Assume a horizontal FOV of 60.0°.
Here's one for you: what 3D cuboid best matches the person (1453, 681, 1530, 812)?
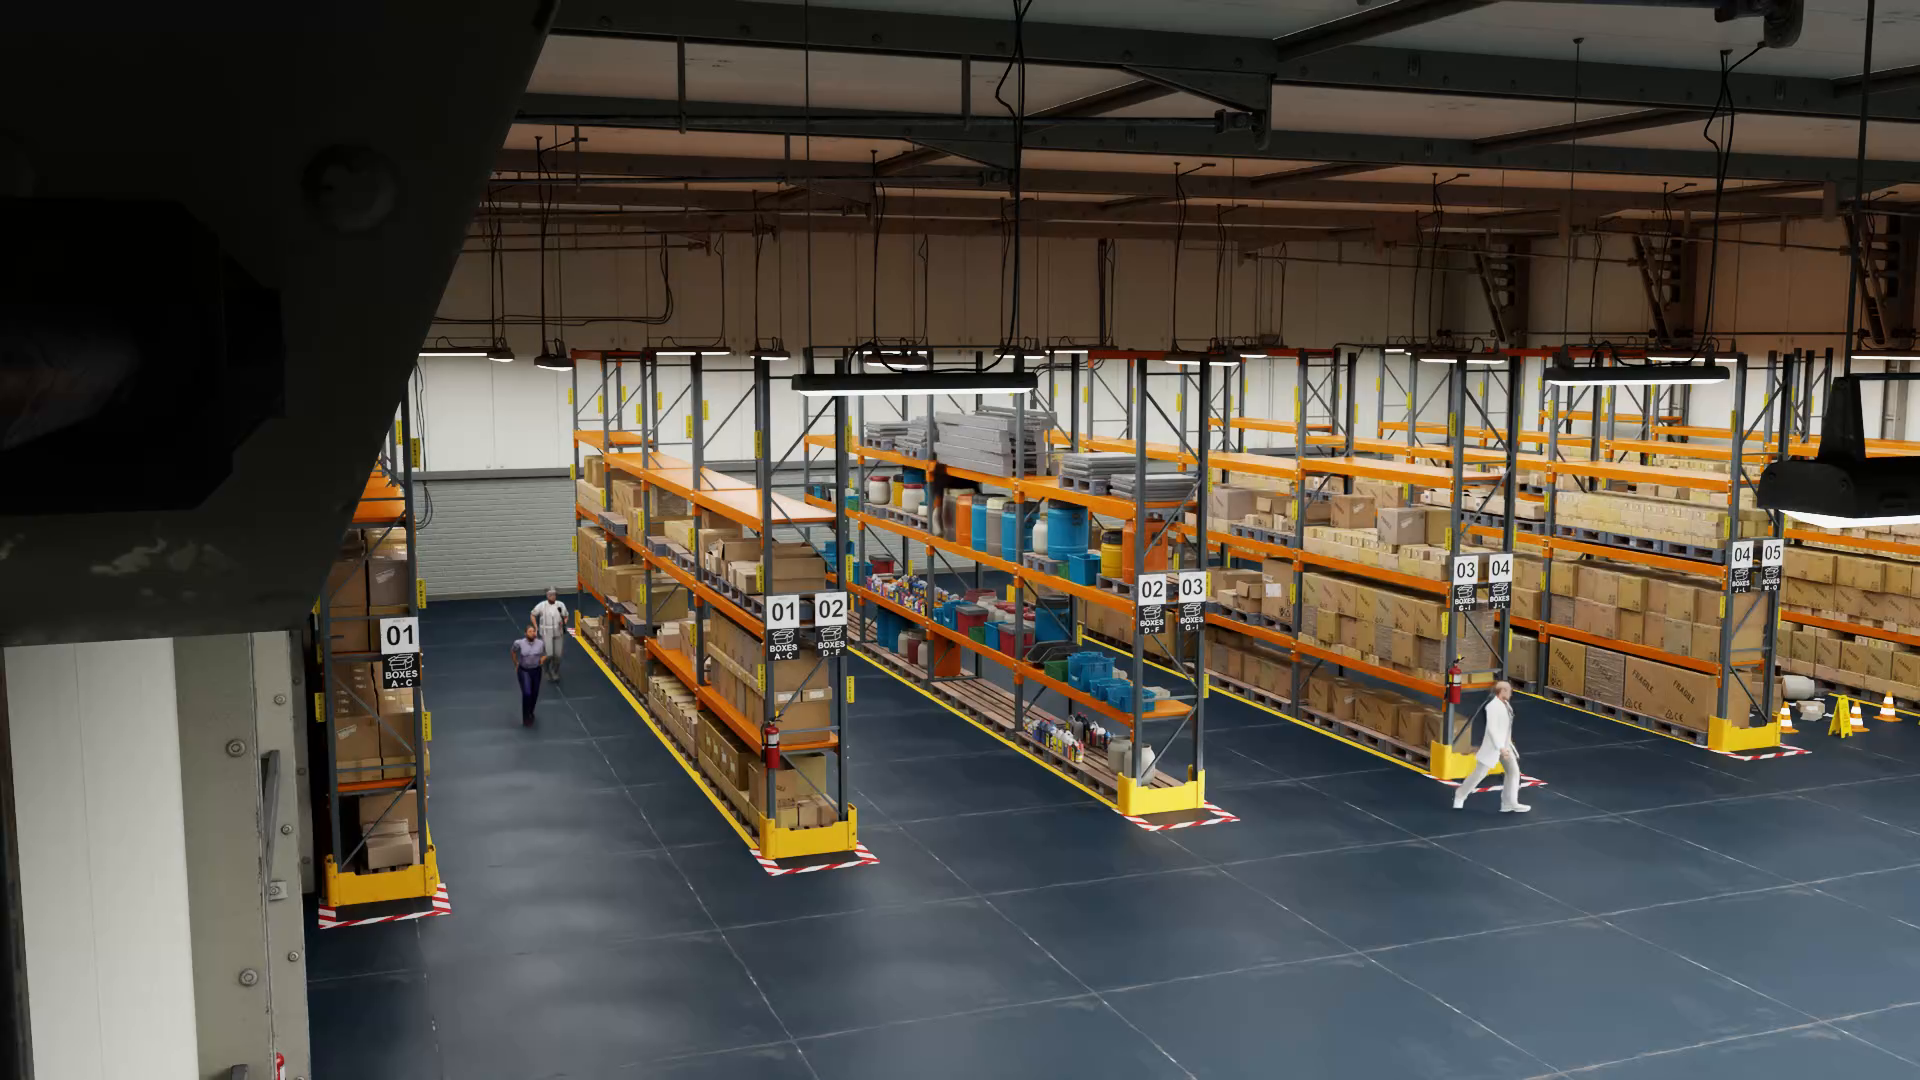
[{"bbox_3d":[7.017,2.734,21.977,0.771,1.745,0.878,-7,10,-44],"label":"person"}]

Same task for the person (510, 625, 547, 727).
[{"bbox_3d":[-6.985,2.188,27.018,0.528,1.666,0.796,-4,8,-30],"label":"person"}]

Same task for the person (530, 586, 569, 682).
[{"bbox_3d":[-7.397,1.712,30.142,0.659,1.754,0.646,-3,8,-25],"label":"person"}]
